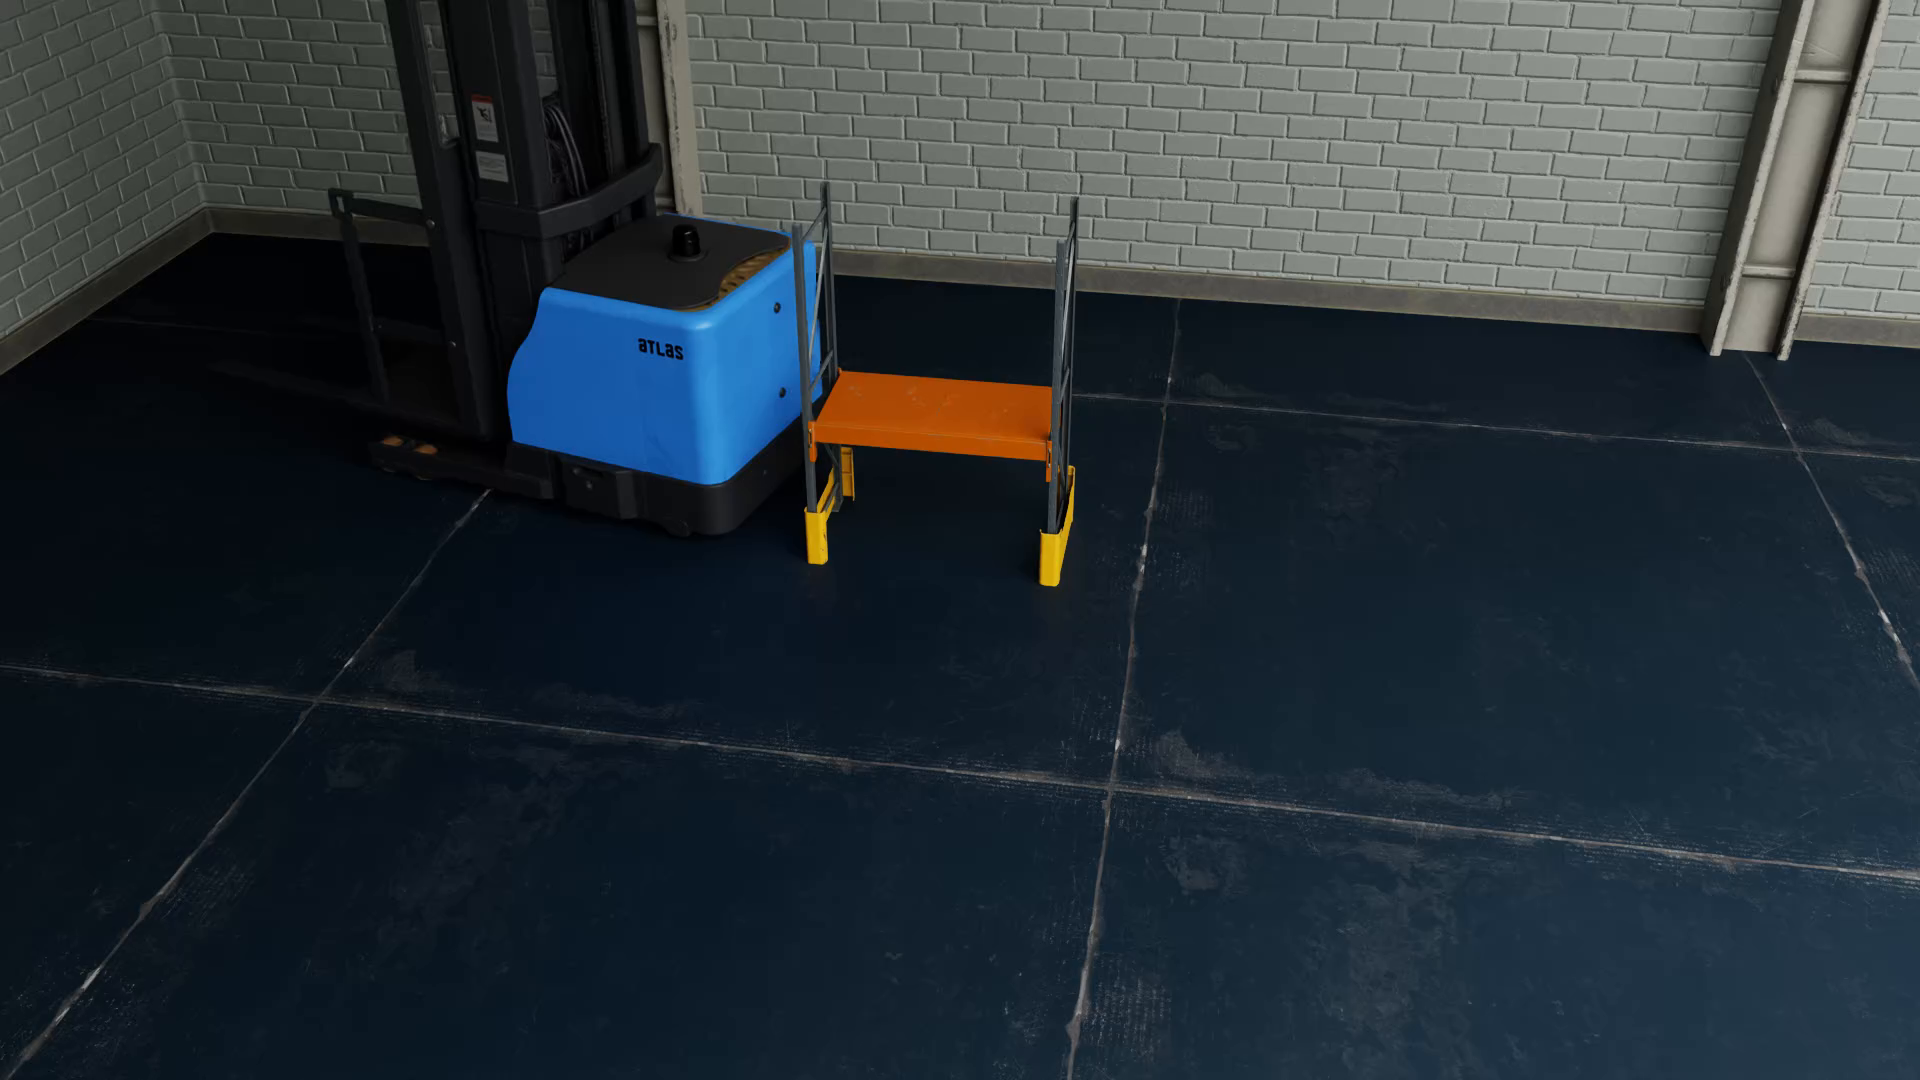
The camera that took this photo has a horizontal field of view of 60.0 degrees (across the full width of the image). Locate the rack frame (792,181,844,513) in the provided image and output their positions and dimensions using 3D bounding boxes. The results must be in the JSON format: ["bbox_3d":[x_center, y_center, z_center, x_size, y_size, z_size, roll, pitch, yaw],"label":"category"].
[{"bbox_3d":[-0.585,-0.689,6.937,0.032,1.500,0.500,5,32,8],"label":"rack frame"}]

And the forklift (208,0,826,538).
[{"bbox_3d":[-2.191,-1.758,7.297,3.031,2.935,1.130,13,34,20],"label":"forklift"}]

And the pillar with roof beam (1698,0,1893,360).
[{"bbox_3d":[3.469,-2.607,2.934,0.400,9.000,9.100,5,32,8],"label":"pillar with roof beam"}]

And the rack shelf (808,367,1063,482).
[{"bbox_3d":[-0.084,-0.491,6.960,1.000,0.185,0.538,5,32,8],"label":"rack shelf"}]

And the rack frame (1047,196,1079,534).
[{"bbox_3d":[0.417,-0.598,6.792,0.032,1.500,0.500,5,32,8],"label":"rack frame"}]

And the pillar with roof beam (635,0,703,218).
[{"bbox_3d":[-2.445,-3.143,3.790,0.400,9.000,9.100,5,32,8],"label":"pillar with roof beam"}]

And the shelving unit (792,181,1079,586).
[{"bbox_3d":[-0.075,-0.643,6.863,1.083,1.500,0.587,5,32,8],"label":"shelving unit"}]

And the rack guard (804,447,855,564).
[{"bbox_3d":[-0.566,-0.157,7.266,0.087,0.250,0.587,5,32,8],"label":"rack guard"}]

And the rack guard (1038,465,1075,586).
[{"bbox_3d":[0.416,-0.068,7.124,0.087,0.250,0.587,5,32,8],"label":"rack guard"}]
